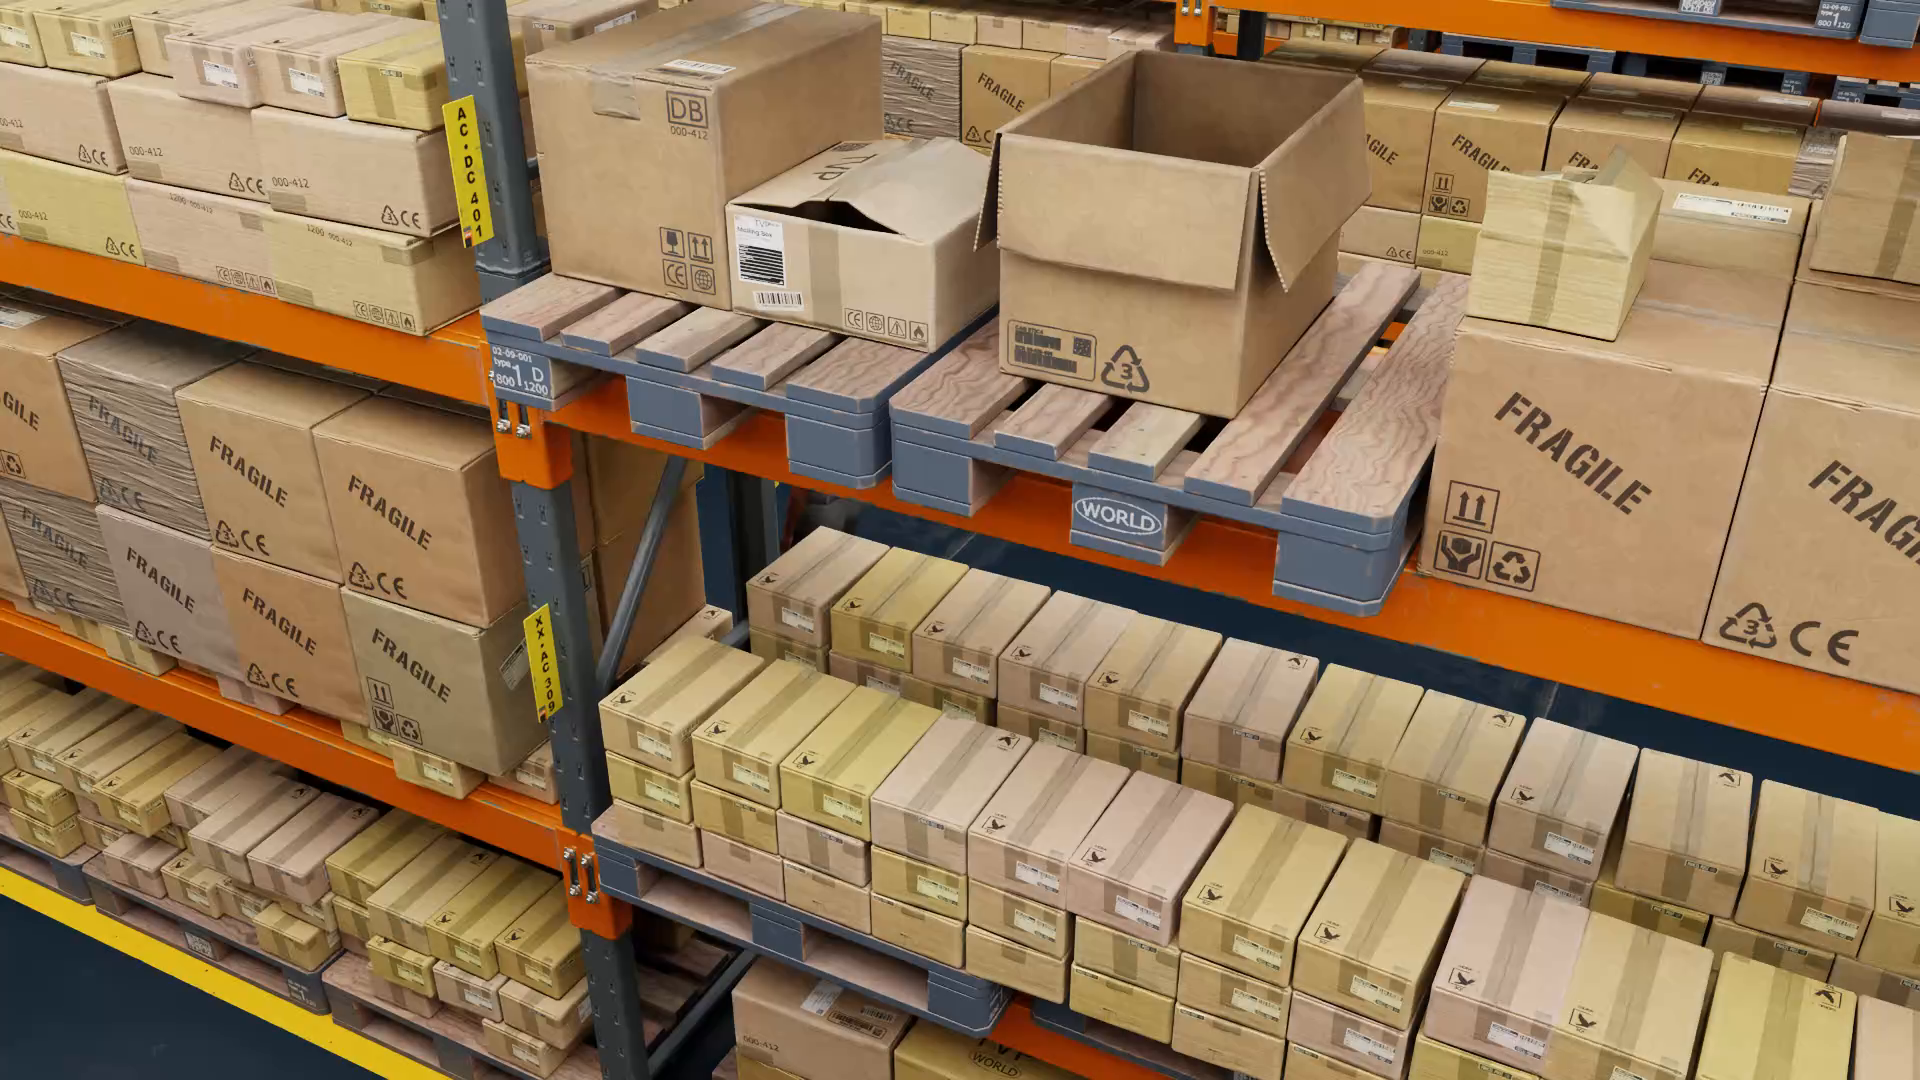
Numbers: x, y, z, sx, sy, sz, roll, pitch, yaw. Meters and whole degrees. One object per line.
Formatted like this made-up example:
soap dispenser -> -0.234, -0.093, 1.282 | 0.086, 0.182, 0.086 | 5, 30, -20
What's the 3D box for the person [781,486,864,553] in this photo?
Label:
person -> -0.646, -0.136, 7.369 | 0.392, 1.654, 0.515 | 14, 33, 23
